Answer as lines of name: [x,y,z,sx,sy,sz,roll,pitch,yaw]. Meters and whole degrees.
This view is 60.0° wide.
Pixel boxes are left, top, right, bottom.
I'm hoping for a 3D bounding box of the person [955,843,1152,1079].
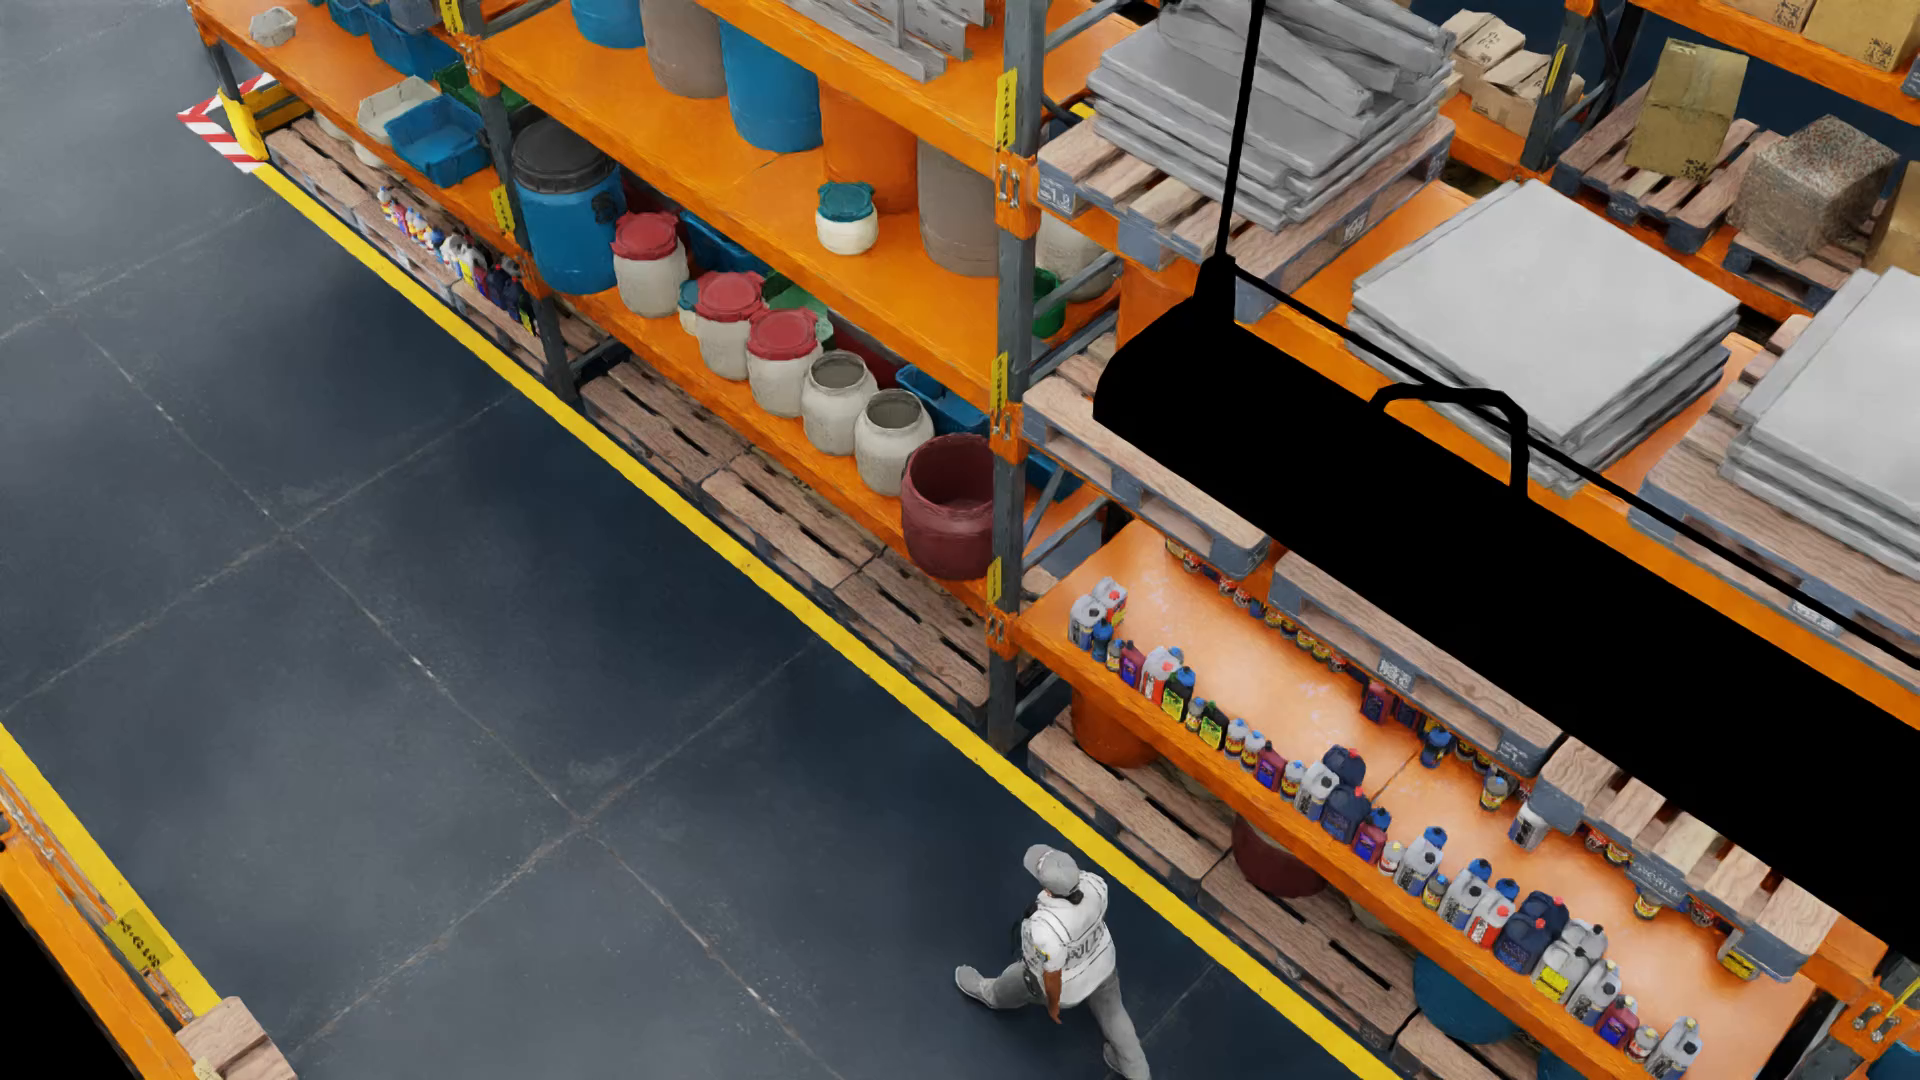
person: [0.485,1.929,7.726,0.497,1.583,1.090,-36,59,-26]
